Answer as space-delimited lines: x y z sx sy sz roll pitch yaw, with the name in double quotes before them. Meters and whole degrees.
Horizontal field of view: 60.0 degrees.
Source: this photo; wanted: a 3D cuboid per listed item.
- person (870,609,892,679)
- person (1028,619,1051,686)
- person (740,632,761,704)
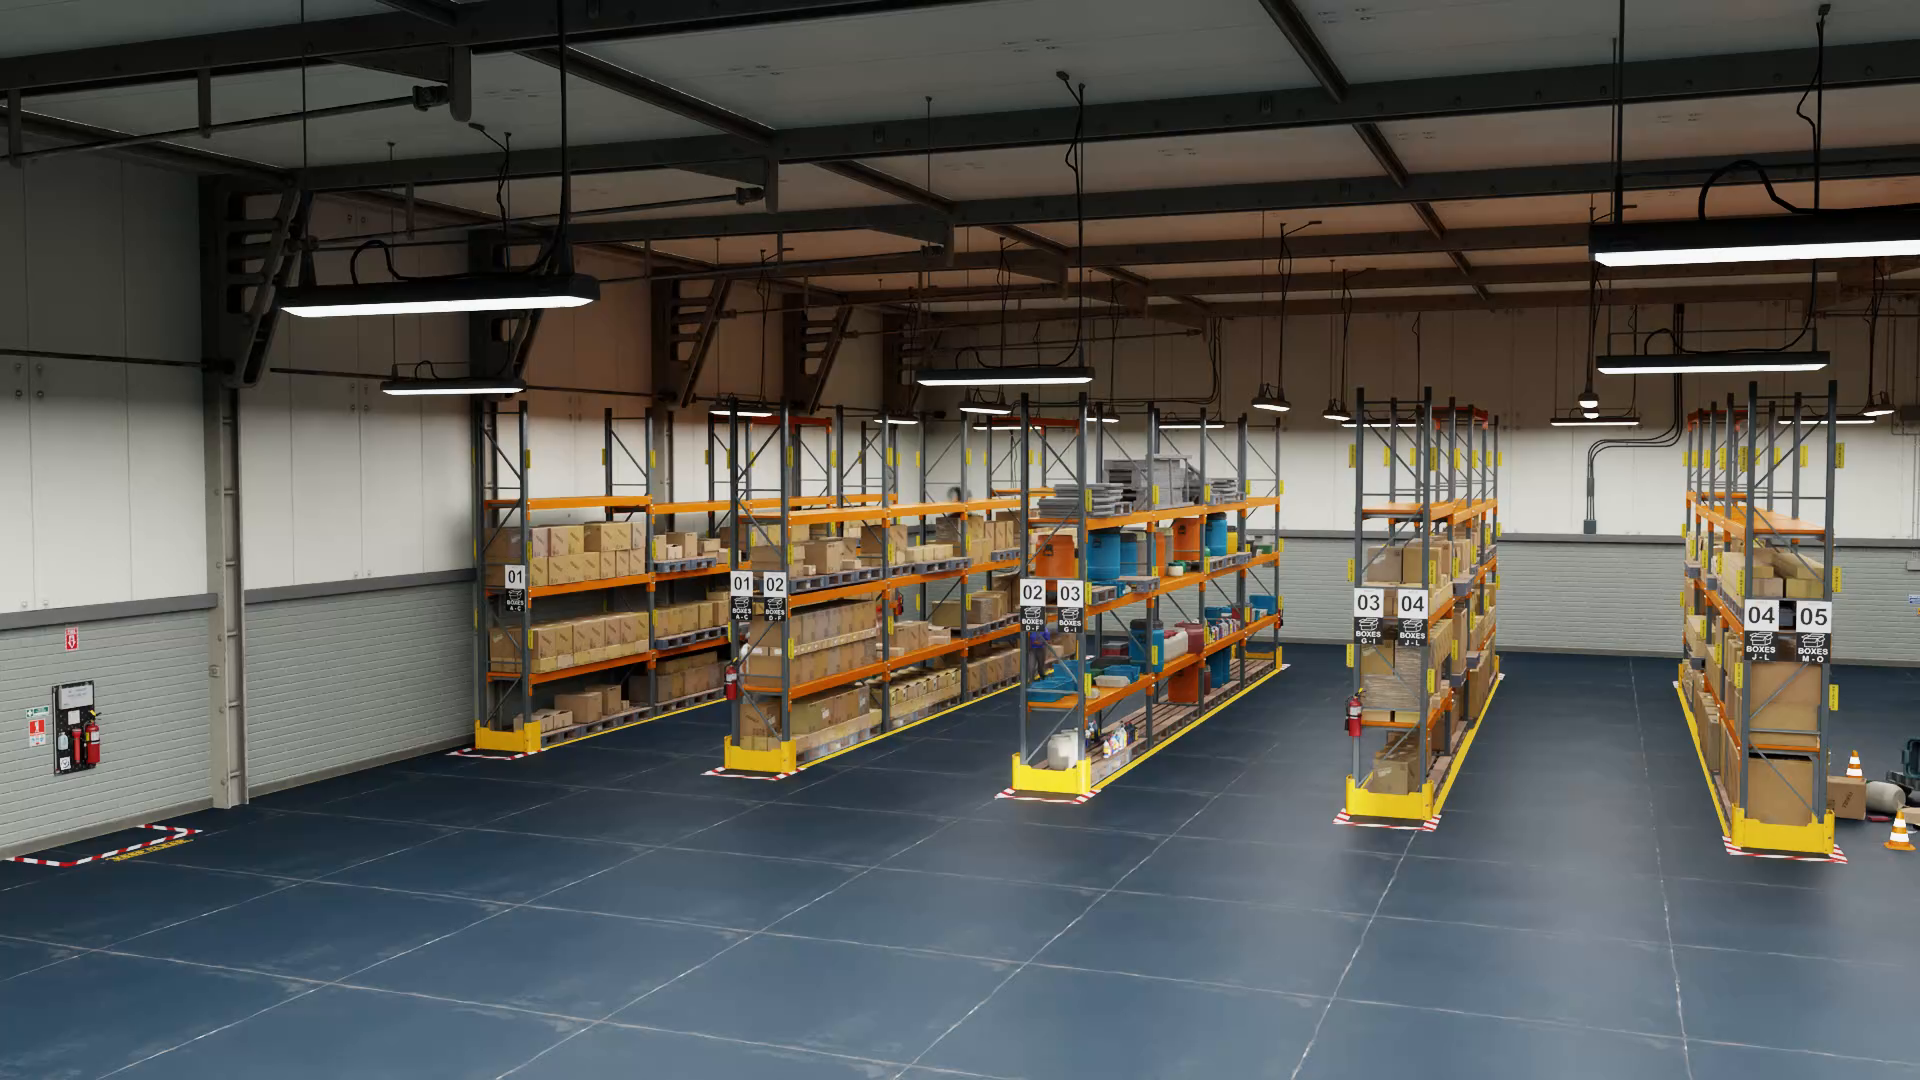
"person" -1.728 2.362 36.284 0.682 1.695 1.055 1 3 19
"person" 1.659 2.448 35.438 0.578 1.580 1.028 1 3 21
"person" -4.058 2.652 32.185 0.396 1.750 0.565 1 3 25
